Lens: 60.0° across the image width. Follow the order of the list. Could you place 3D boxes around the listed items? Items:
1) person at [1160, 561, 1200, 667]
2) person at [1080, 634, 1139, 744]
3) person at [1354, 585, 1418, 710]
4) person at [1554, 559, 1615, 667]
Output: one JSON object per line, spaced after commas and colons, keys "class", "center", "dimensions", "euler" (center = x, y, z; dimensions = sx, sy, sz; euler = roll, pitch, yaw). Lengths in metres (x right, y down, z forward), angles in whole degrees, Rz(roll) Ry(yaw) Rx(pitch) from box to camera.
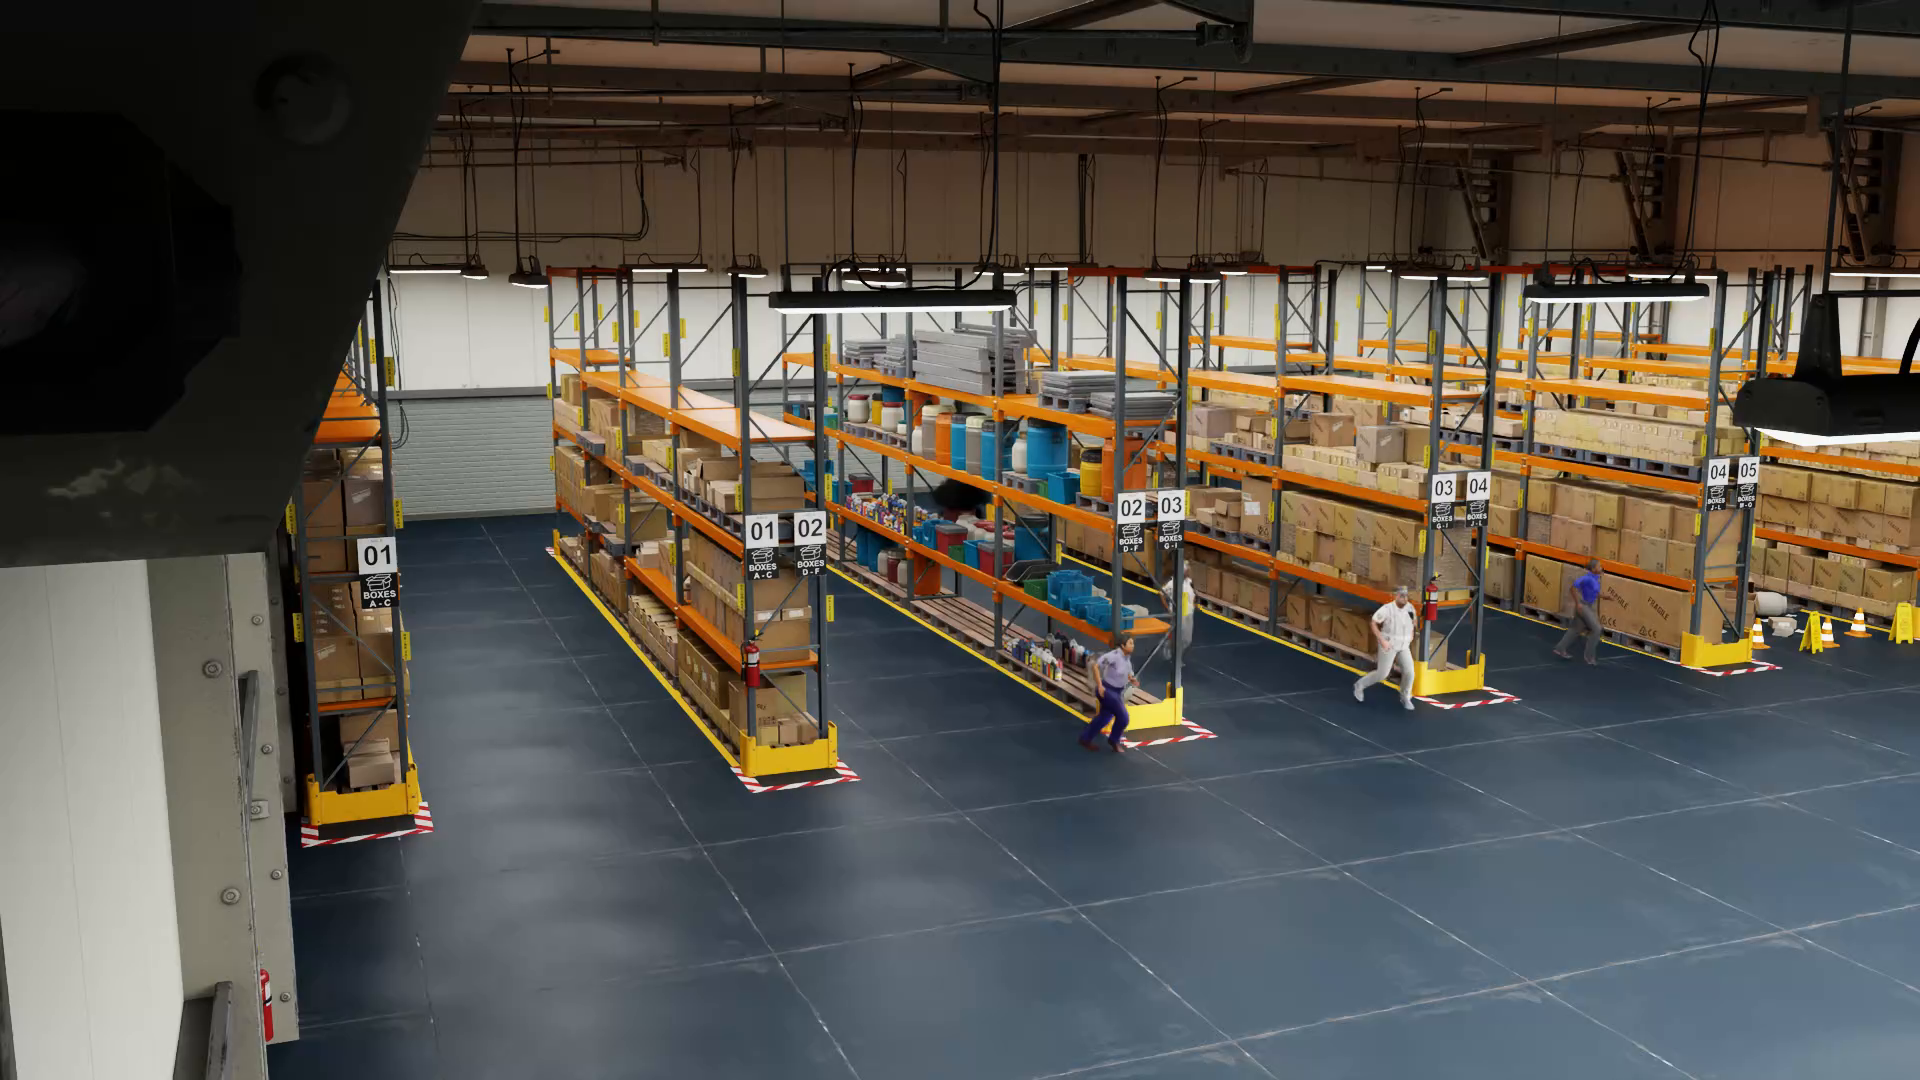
{"class": "person", "center": [3.415, 1.129, 25.439], "dimensions": [0.583, 1.654, 0.560], "euler": [-7, 12, -36]}
{"class": "person", "center": [1.893, 1.889, 21.084], "dimensions": [0.784, 1.477, 0.614], "euler": [6, 11, 30]}
{"class": "person", "center": [6.035, 1.490, 23.278], "dimensions": [0.884, 1.789, 0.697], "euler": [-4, 11, -23]}
{"class": "person", "center": [9.632, 1.119, 25.643], "dimensions": [0.846, 1.706, 0.507], "euler": [5, 11, 27]}
